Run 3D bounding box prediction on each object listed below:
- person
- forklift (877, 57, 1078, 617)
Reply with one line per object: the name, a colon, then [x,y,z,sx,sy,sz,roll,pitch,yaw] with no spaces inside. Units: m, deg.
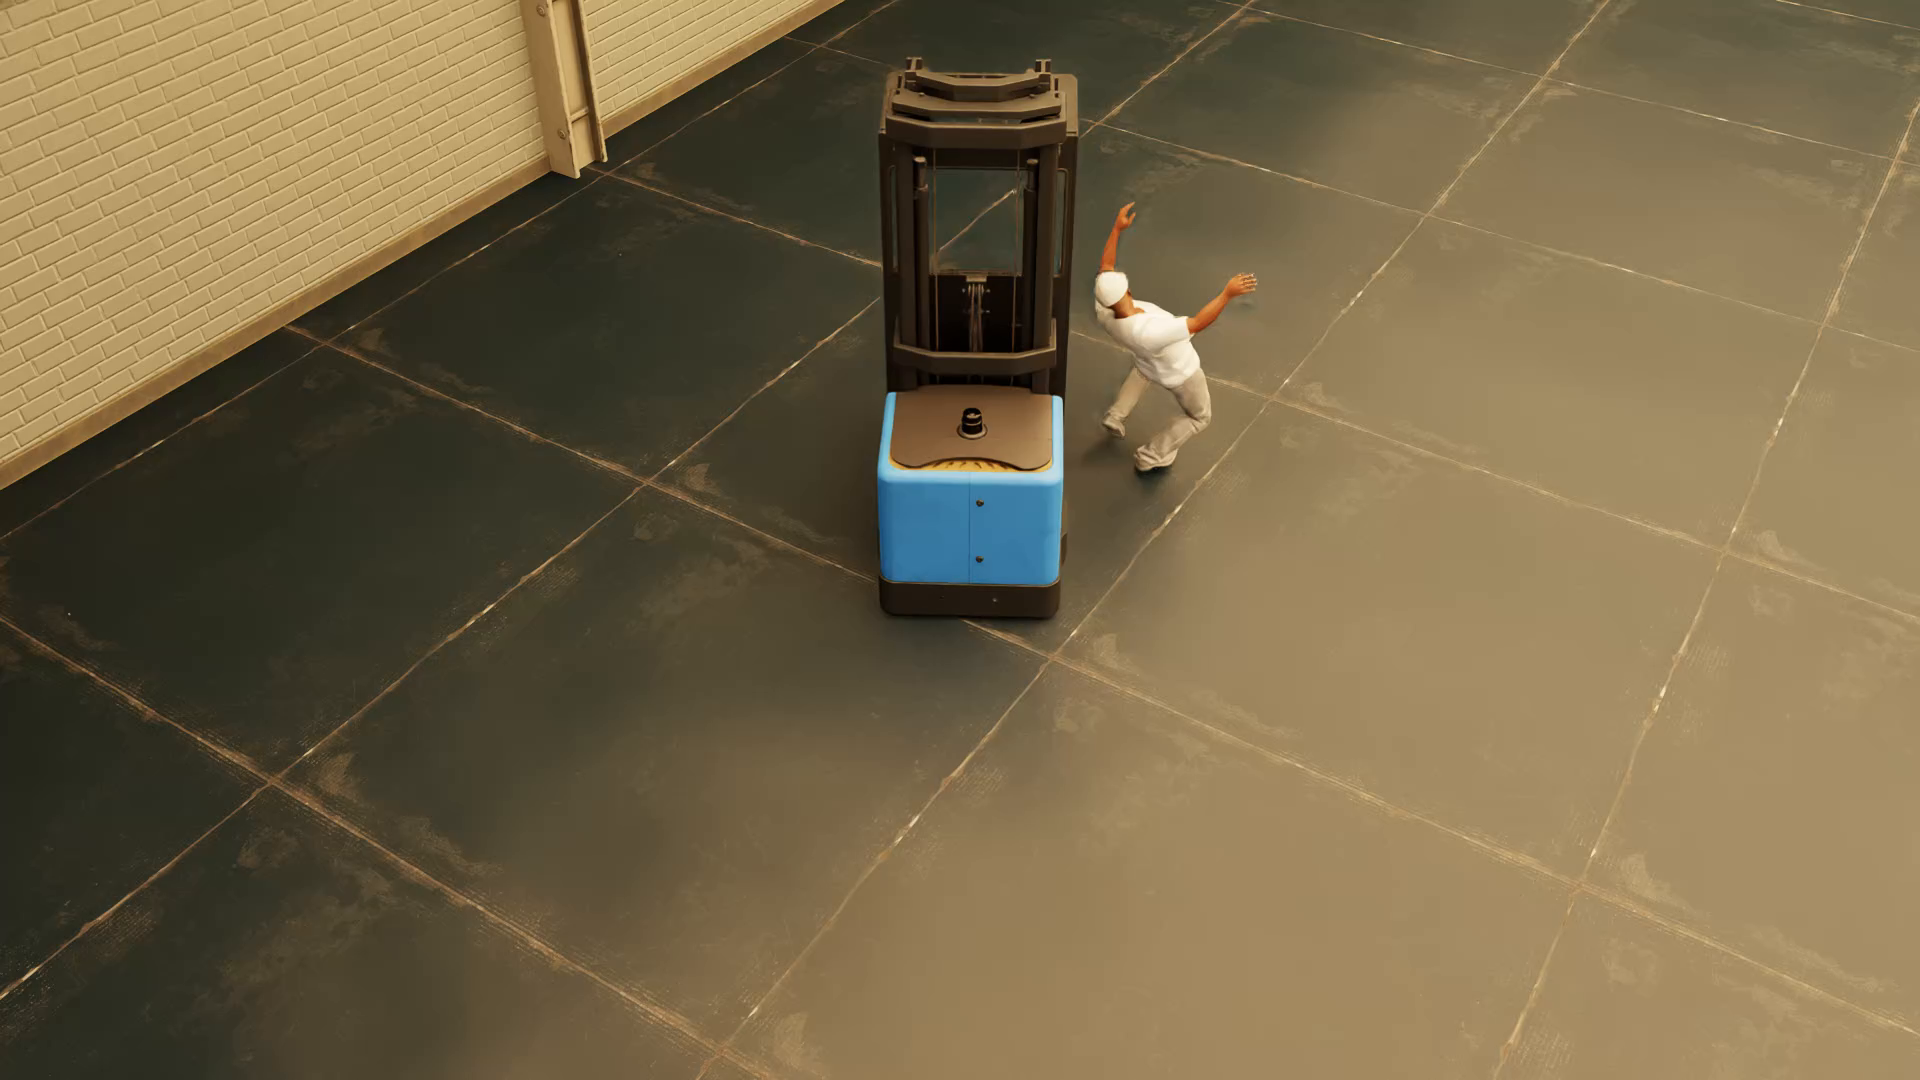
person: [1.201,-1.137,10.291,0.753,1.643,1.028,-27,47,-28]
forklift: [0.109,-1.605,9.861,1.130,2.935,3.031,1,40,2]
